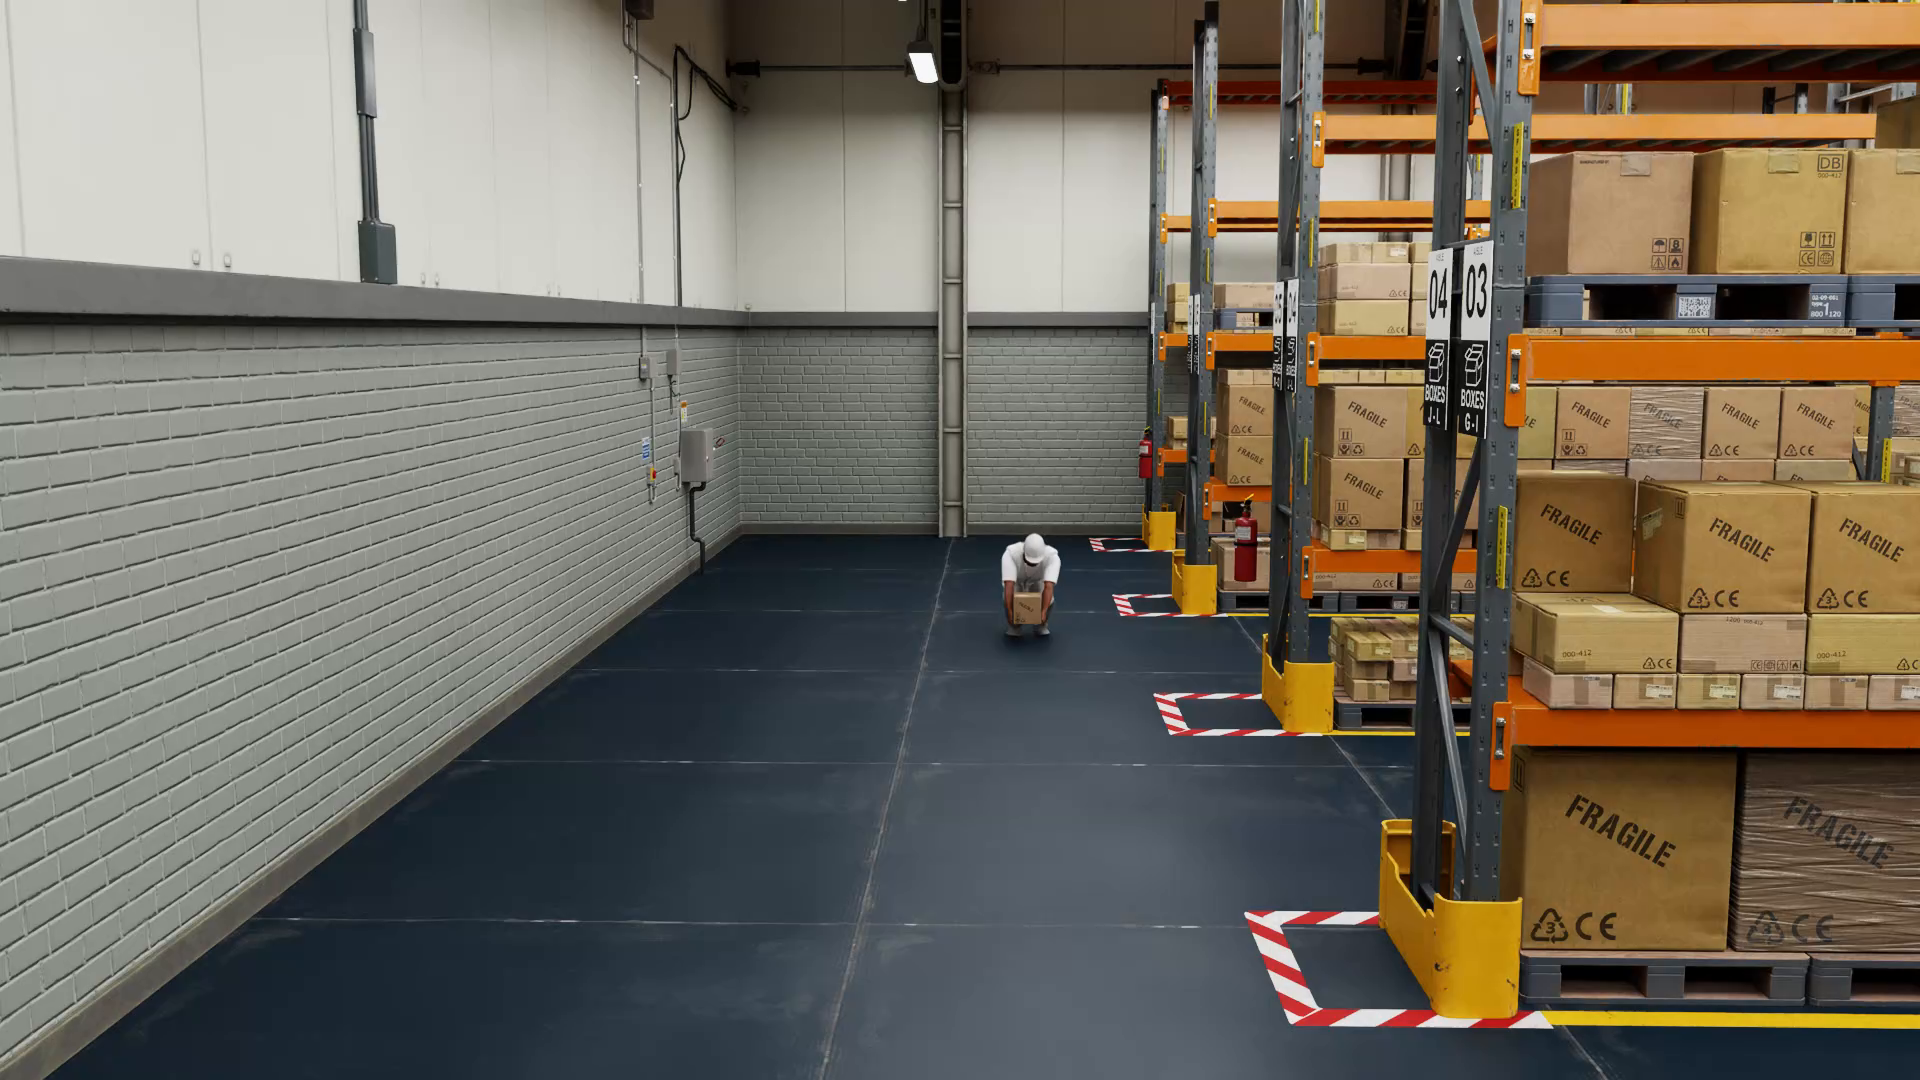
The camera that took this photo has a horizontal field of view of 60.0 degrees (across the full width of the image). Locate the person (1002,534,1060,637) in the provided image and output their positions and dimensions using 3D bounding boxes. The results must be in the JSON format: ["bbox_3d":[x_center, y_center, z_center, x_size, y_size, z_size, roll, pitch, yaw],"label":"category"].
[{"bbox_3d":[0.655,0.408,15.494,0.542,1.011,0.903,0,7,0],"label":"person"}]
